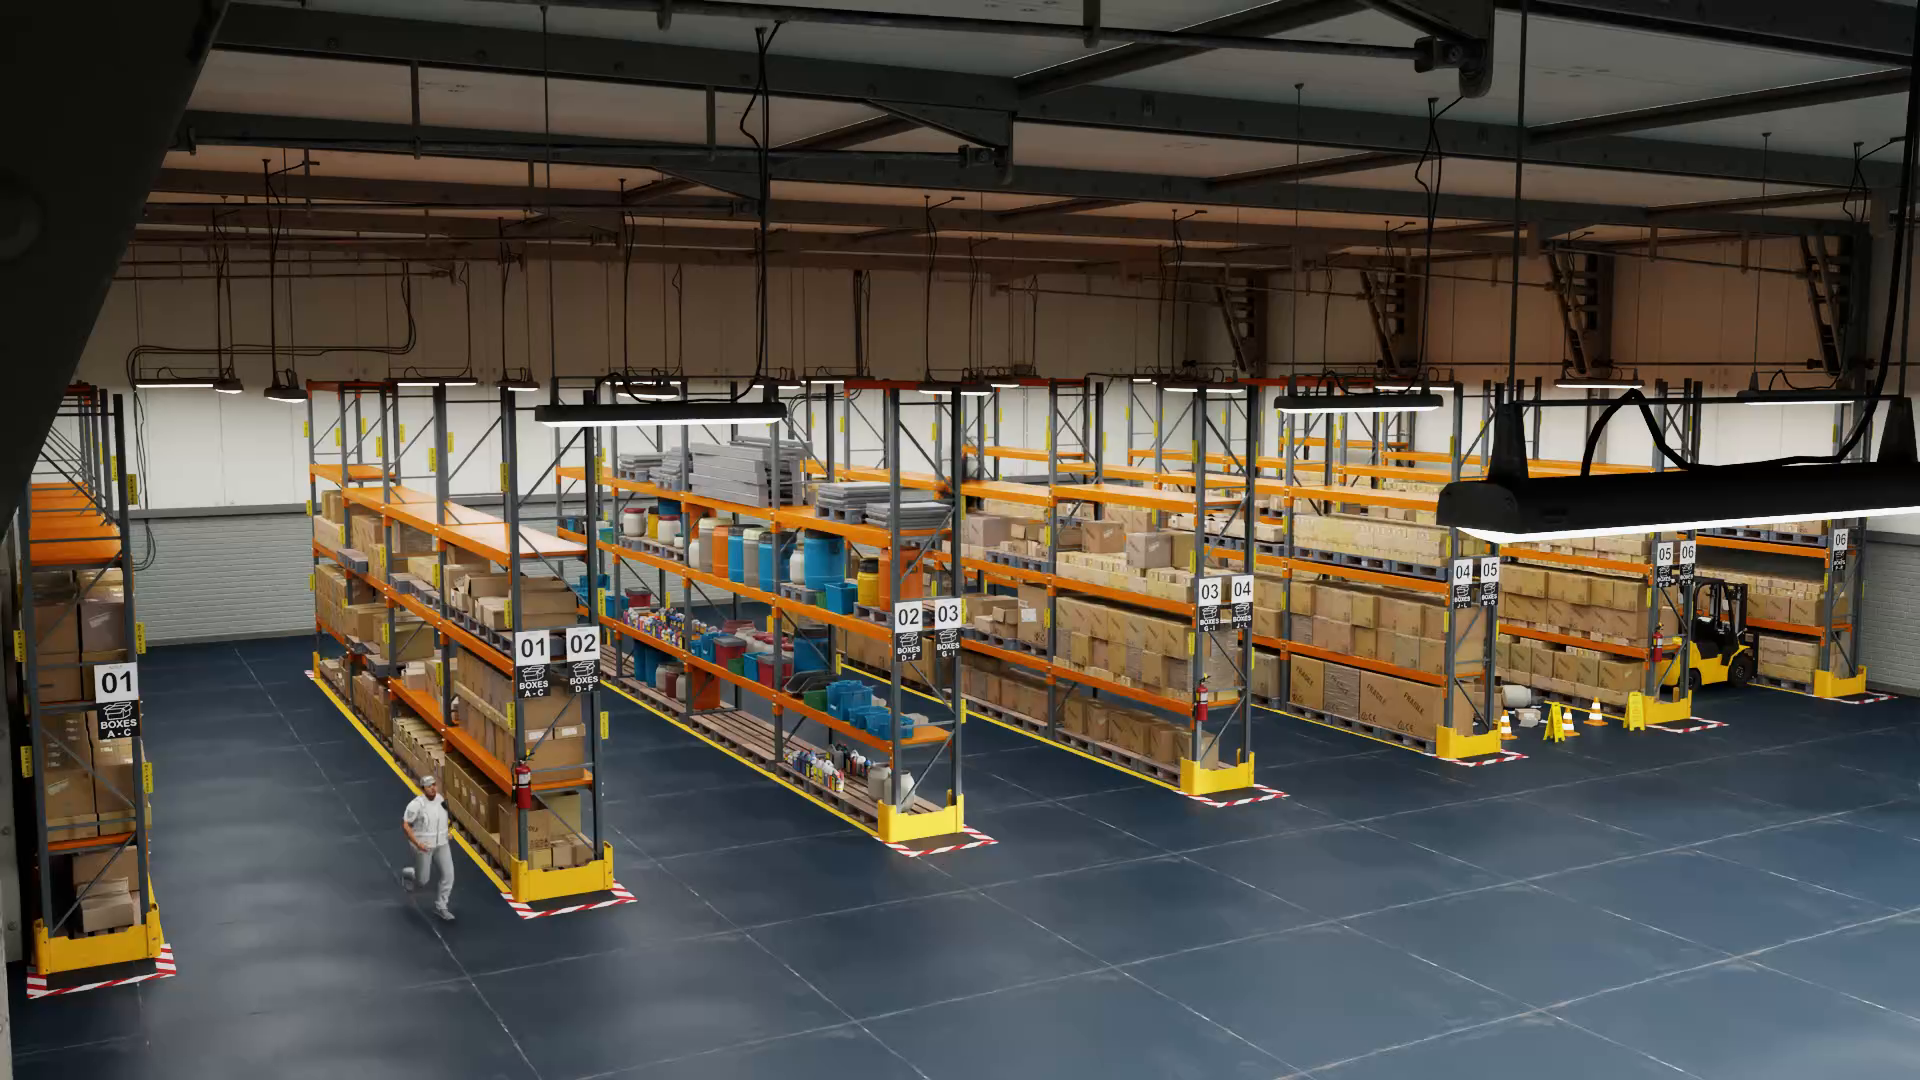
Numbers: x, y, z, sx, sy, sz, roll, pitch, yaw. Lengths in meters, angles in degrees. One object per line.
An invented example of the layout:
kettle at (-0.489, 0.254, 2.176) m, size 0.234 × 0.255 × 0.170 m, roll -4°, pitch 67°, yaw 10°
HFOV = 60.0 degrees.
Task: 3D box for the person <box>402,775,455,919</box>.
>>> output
person at (-6.128, 3.523, 19.158) m, size 0.805 × 1.624 × 0.591 m, roll 6°, pitch 8°, yaw 44°
